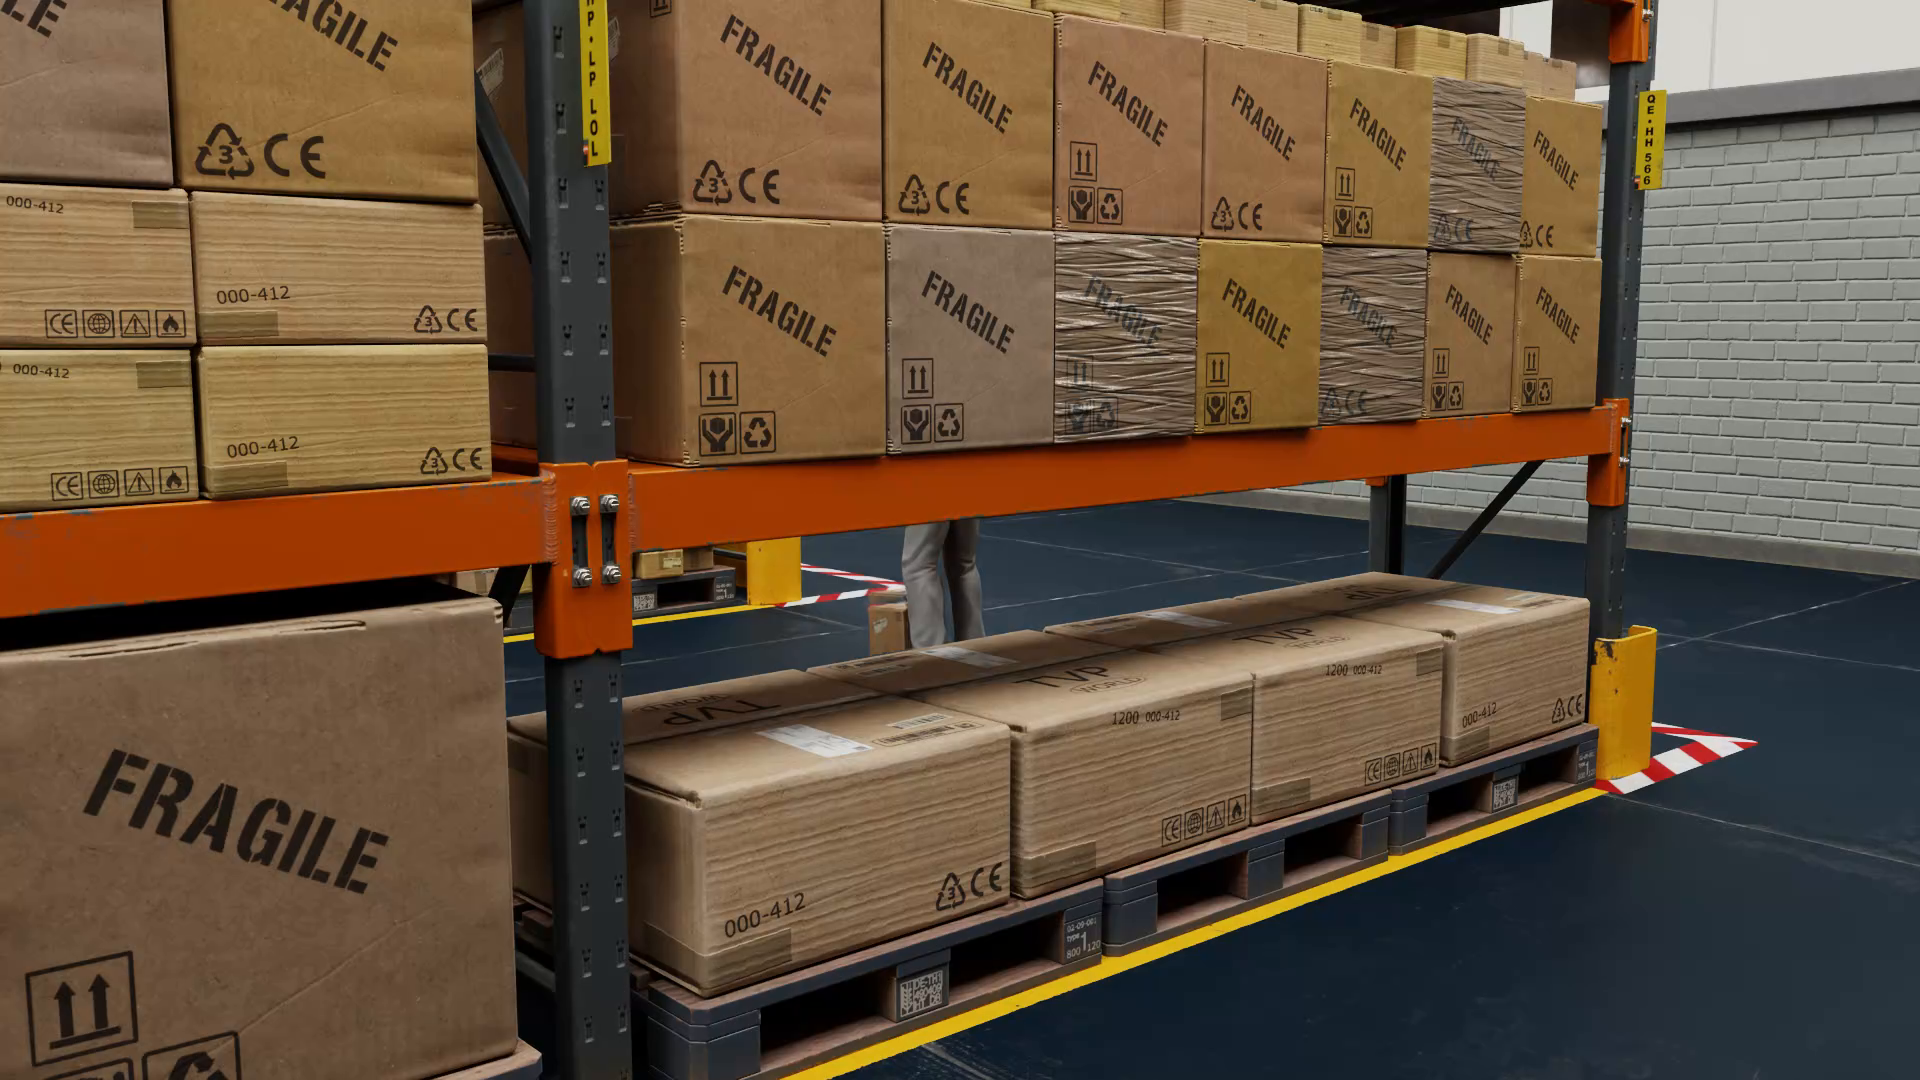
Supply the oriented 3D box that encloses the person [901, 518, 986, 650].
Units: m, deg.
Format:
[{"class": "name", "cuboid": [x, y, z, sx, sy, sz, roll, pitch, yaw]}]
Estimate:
[{"class": "person", "cuboid": [-0.085, -0.227, 7.516, 0.485, 1.673, 0.367, -7, 10, -43]}]
